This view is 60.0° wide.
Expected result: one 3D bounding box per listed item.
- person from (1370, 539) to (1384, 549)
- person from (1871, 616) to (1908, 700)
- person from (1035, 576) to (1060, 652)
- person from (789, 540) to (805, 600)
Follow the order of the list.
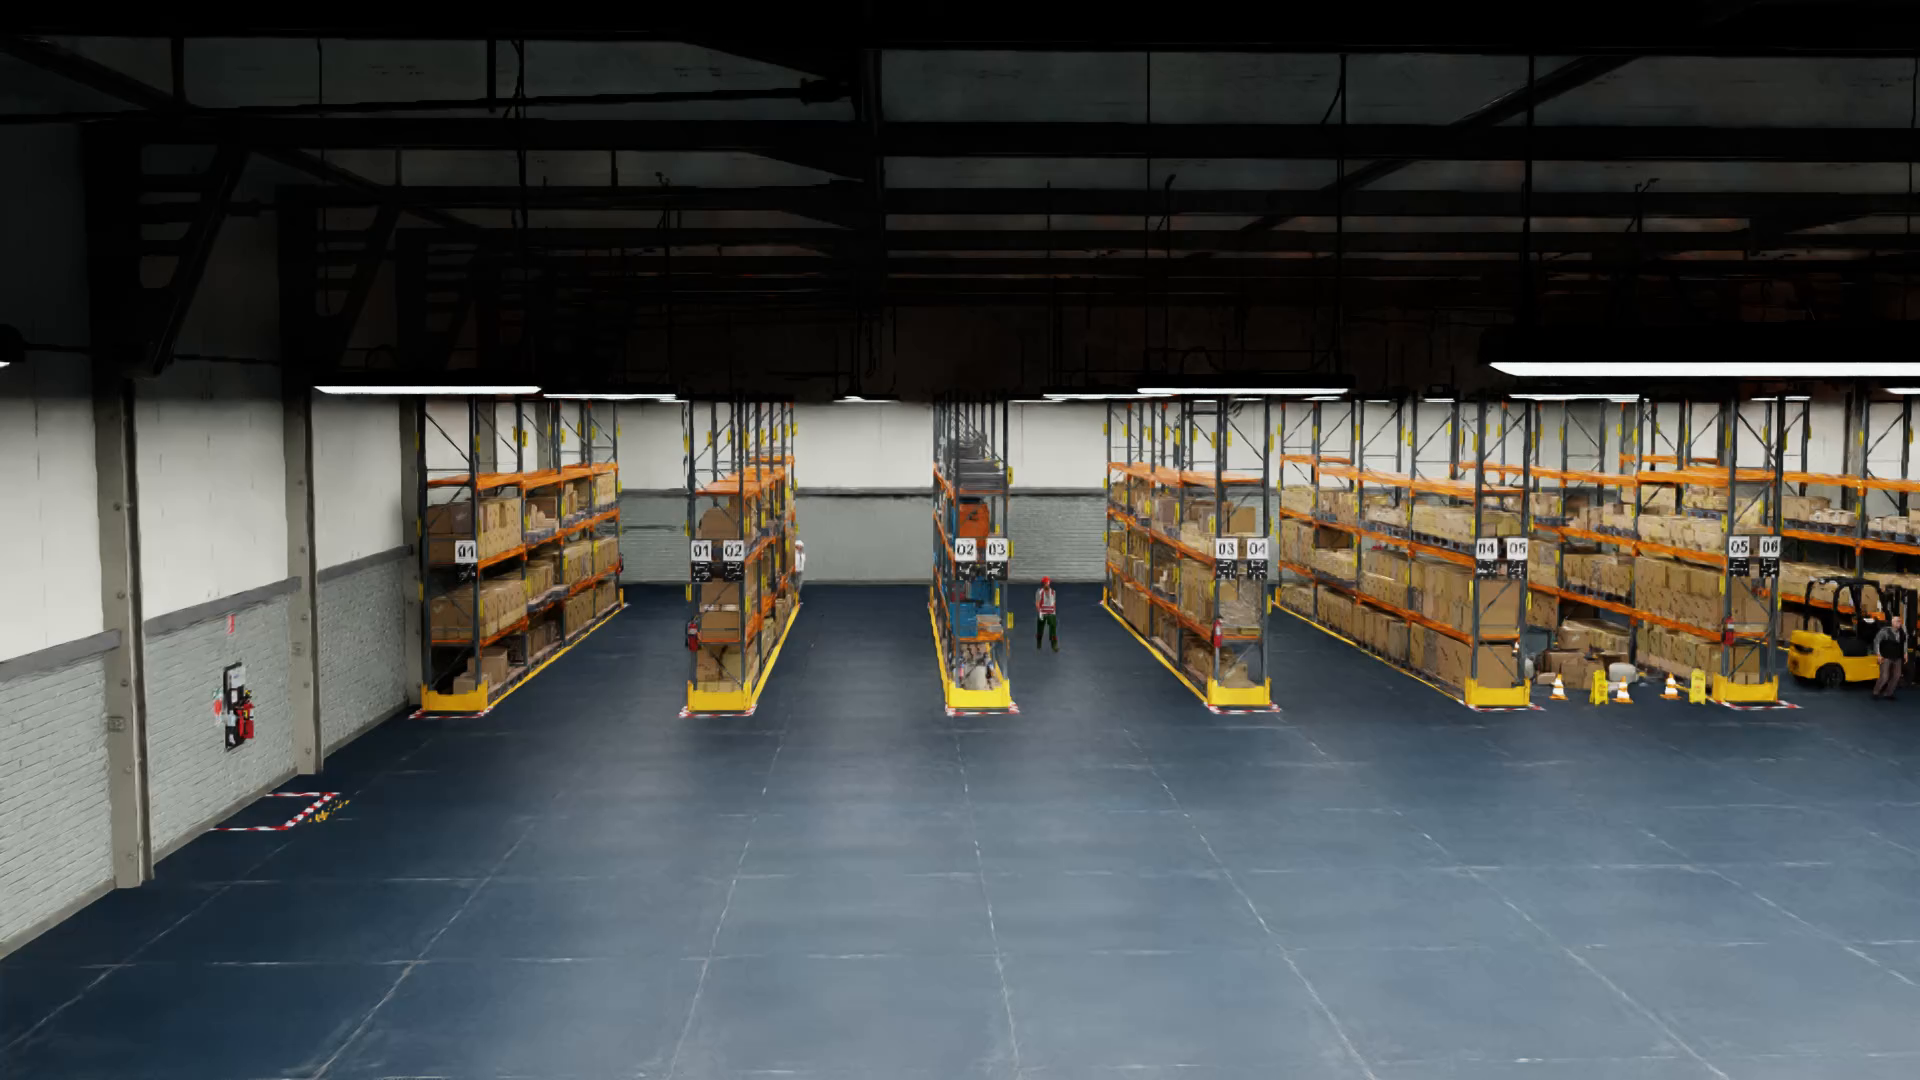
[{"bbox_3d":[12.654,0.773,50.436,0.542,1.645,1.126,0,5,0],"label":"person"},{"bbox_3d":[17.970,2.275,32.134,0.677,1.674,0.534,0,5,-4],"label":"person"},{"bbox_3d":[2.000,1.702,38.585,0.528,1.727,1.030,-1,5,-10],"label":"person"},{"bbox_3d":[-4.812,0.874,48.721,0.583,1.765,0.566,-4,6,-39],"label":"person"}]
